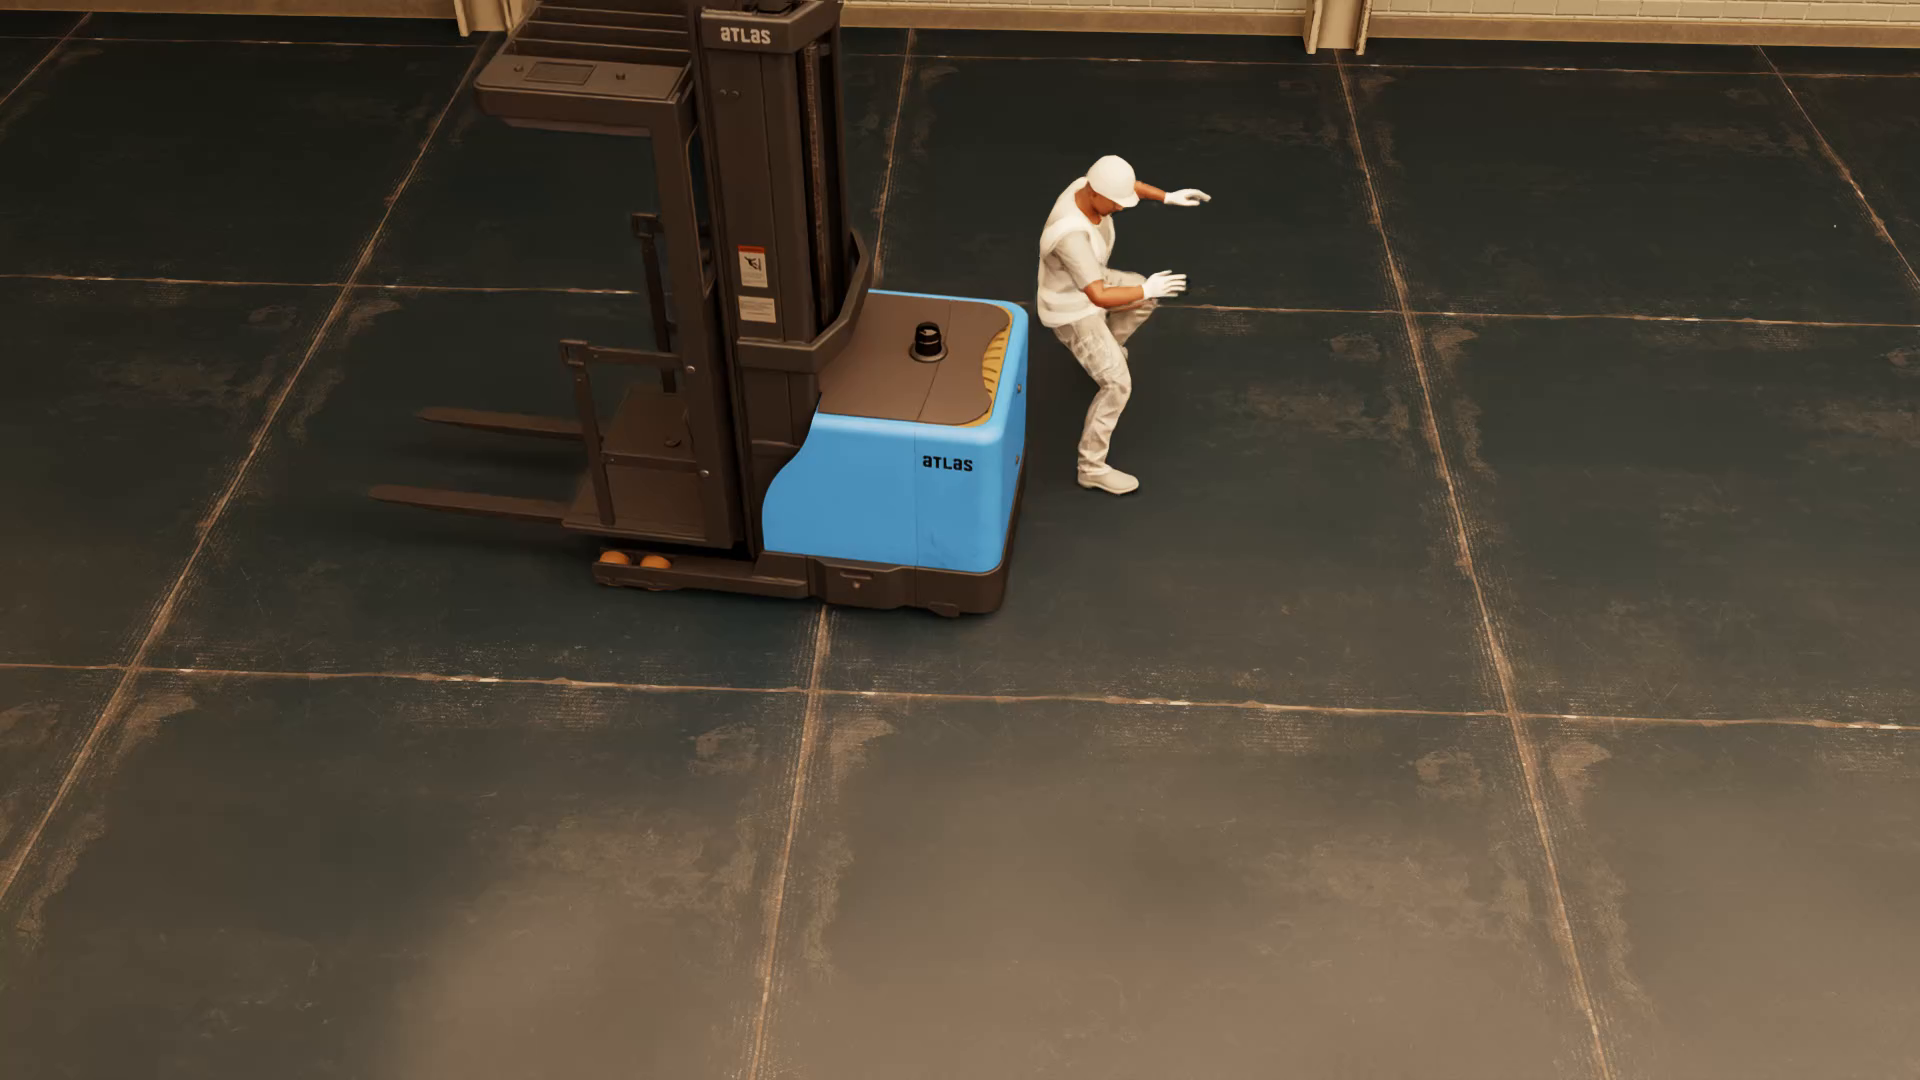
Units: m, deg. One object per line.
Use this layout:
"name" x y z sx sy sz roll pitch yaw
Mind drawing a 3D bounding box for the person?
"person" 0.754 -1.183 8.075 0.737 1.527 1.132 14 44 15

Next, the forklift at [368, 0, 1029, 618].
"forklift" -1.240 -1.195 7.051 3.031 2.935 1.130 6 43 6
